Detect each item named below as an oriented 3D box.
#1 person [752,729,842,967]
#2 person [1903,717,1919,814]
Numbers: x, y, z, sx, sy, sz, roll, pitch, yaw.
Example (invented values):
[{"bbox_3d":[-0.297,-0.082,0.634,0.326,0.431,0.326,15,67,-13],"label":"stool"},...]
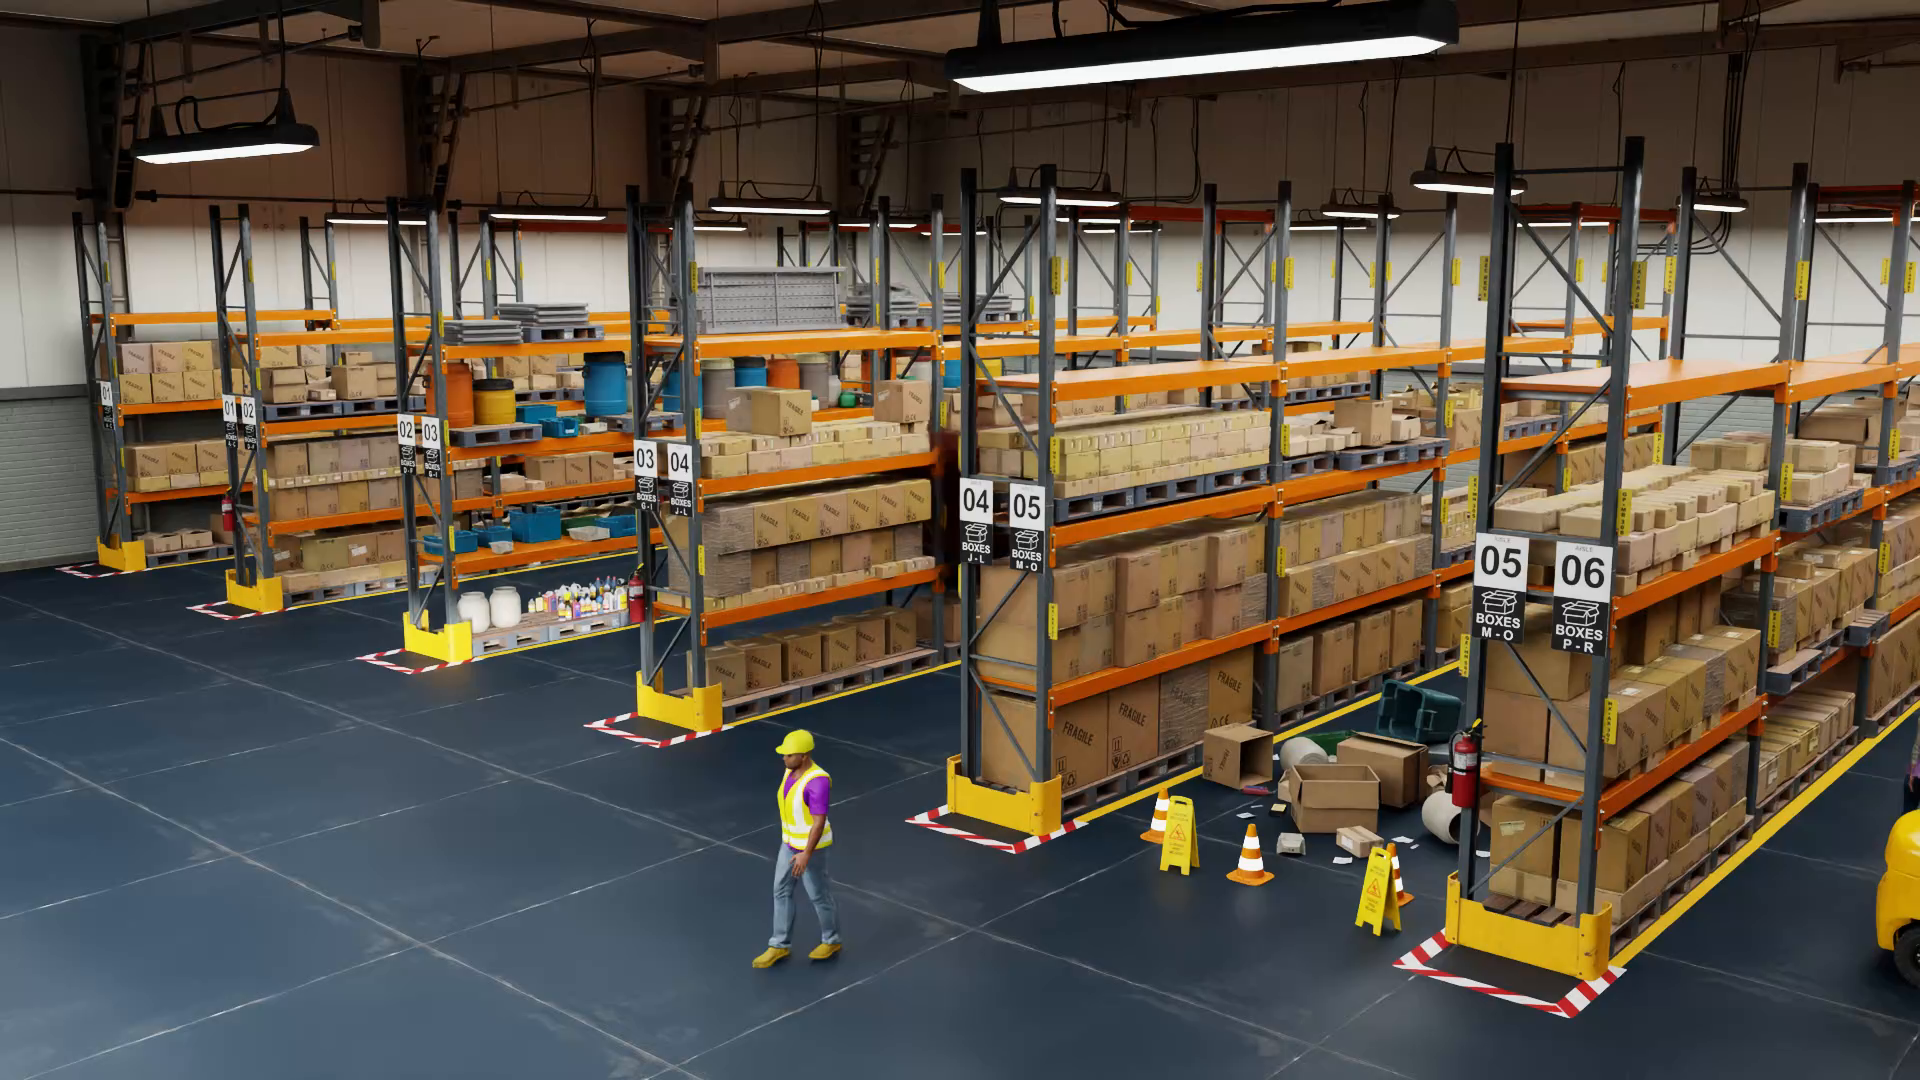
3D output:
[{"bbox_3d":[-1.200,2.276,12.319,0.688,1.781,0.615,-7,12,-34],"label":"person"},{"bbox_3d":[8.274,2.041,14.164,0.435,1.603,0.447,7,12,35],"label":"person"}]
